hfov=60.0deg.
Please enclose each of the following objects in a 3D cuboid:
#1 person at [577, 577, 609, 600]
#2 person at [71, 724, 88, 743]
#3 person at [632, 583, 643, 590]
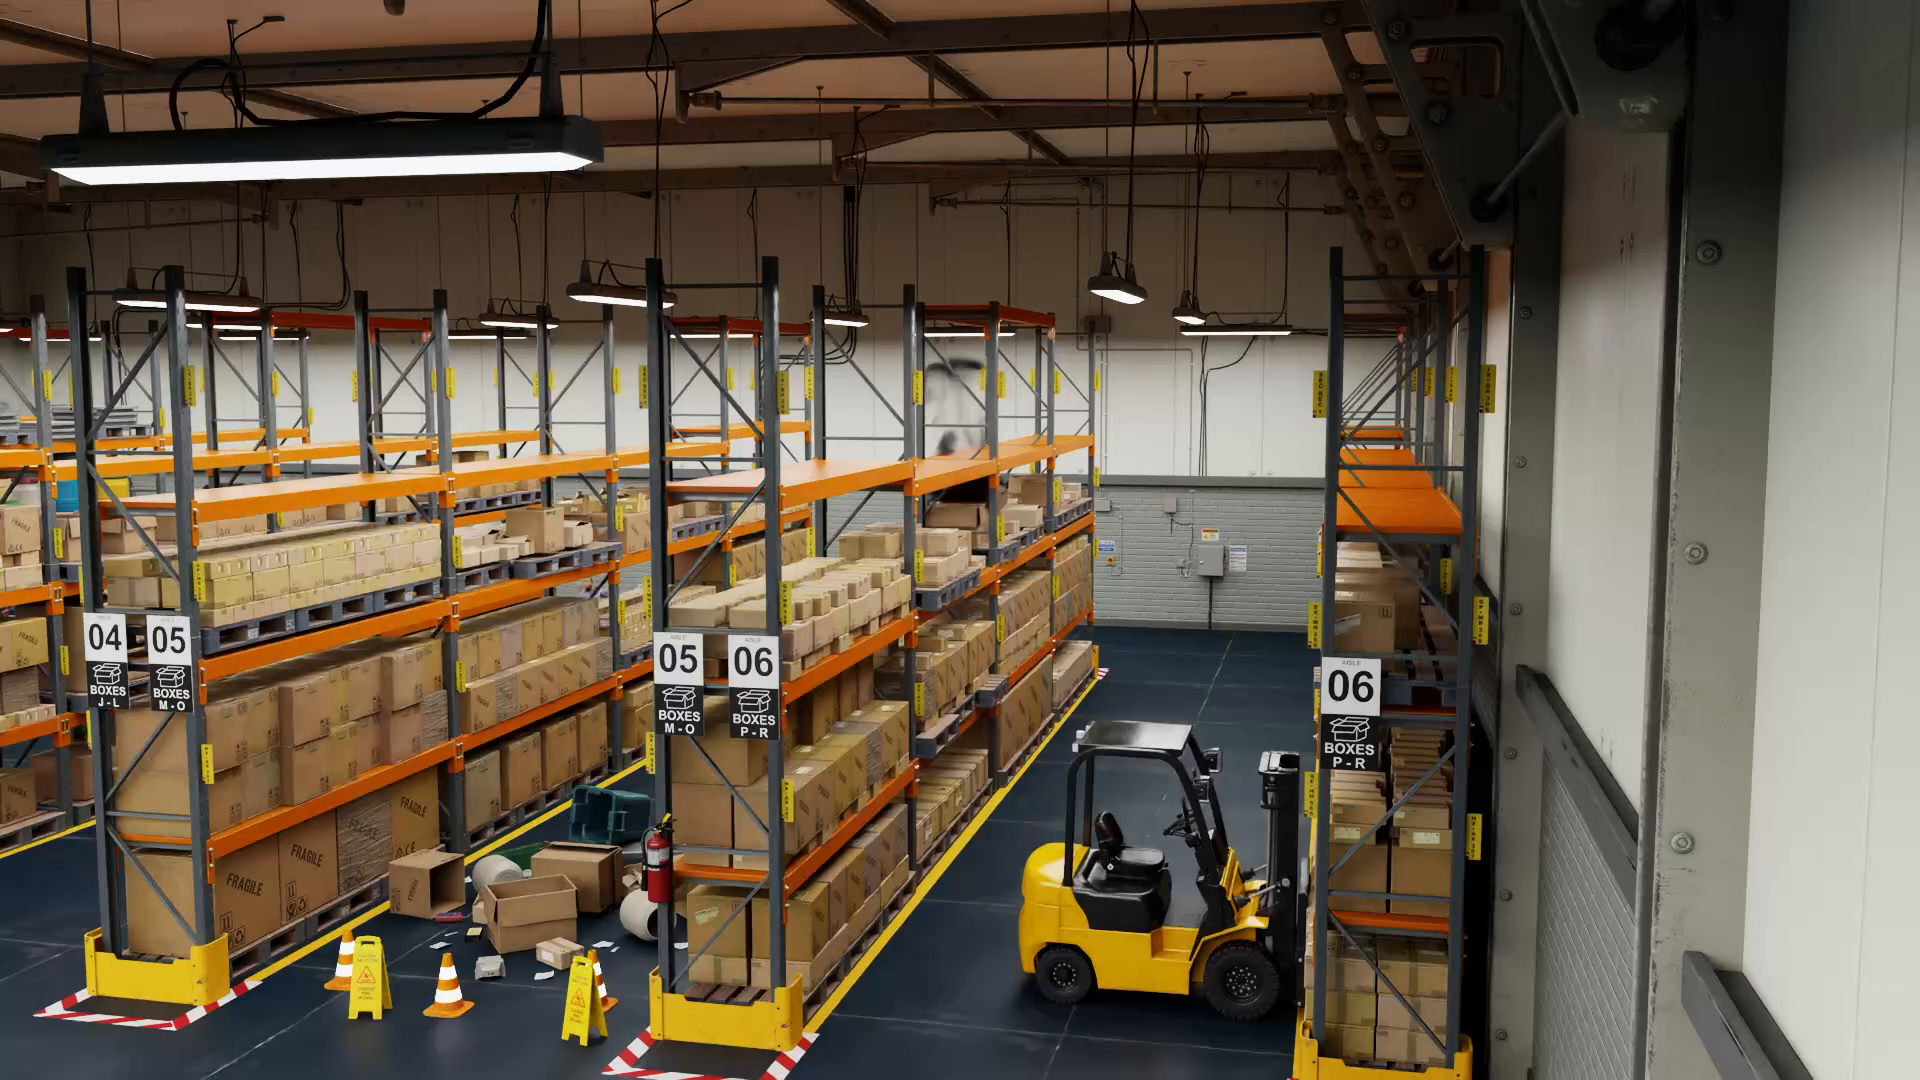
[{"bbox_3d":[-6.384,1.428,29.225,0.690,1.629,0.625,1,6,6],"label":"person"},{"bbox_3d":[-11.584,2.075,21.881,0.616,1.851,0.792,1,6,9],"label":"person"},{"bbox_3d":[-5.300,1.547,27.758,0.581,1.658,0.638,2,6,23],"label":"person"}]
